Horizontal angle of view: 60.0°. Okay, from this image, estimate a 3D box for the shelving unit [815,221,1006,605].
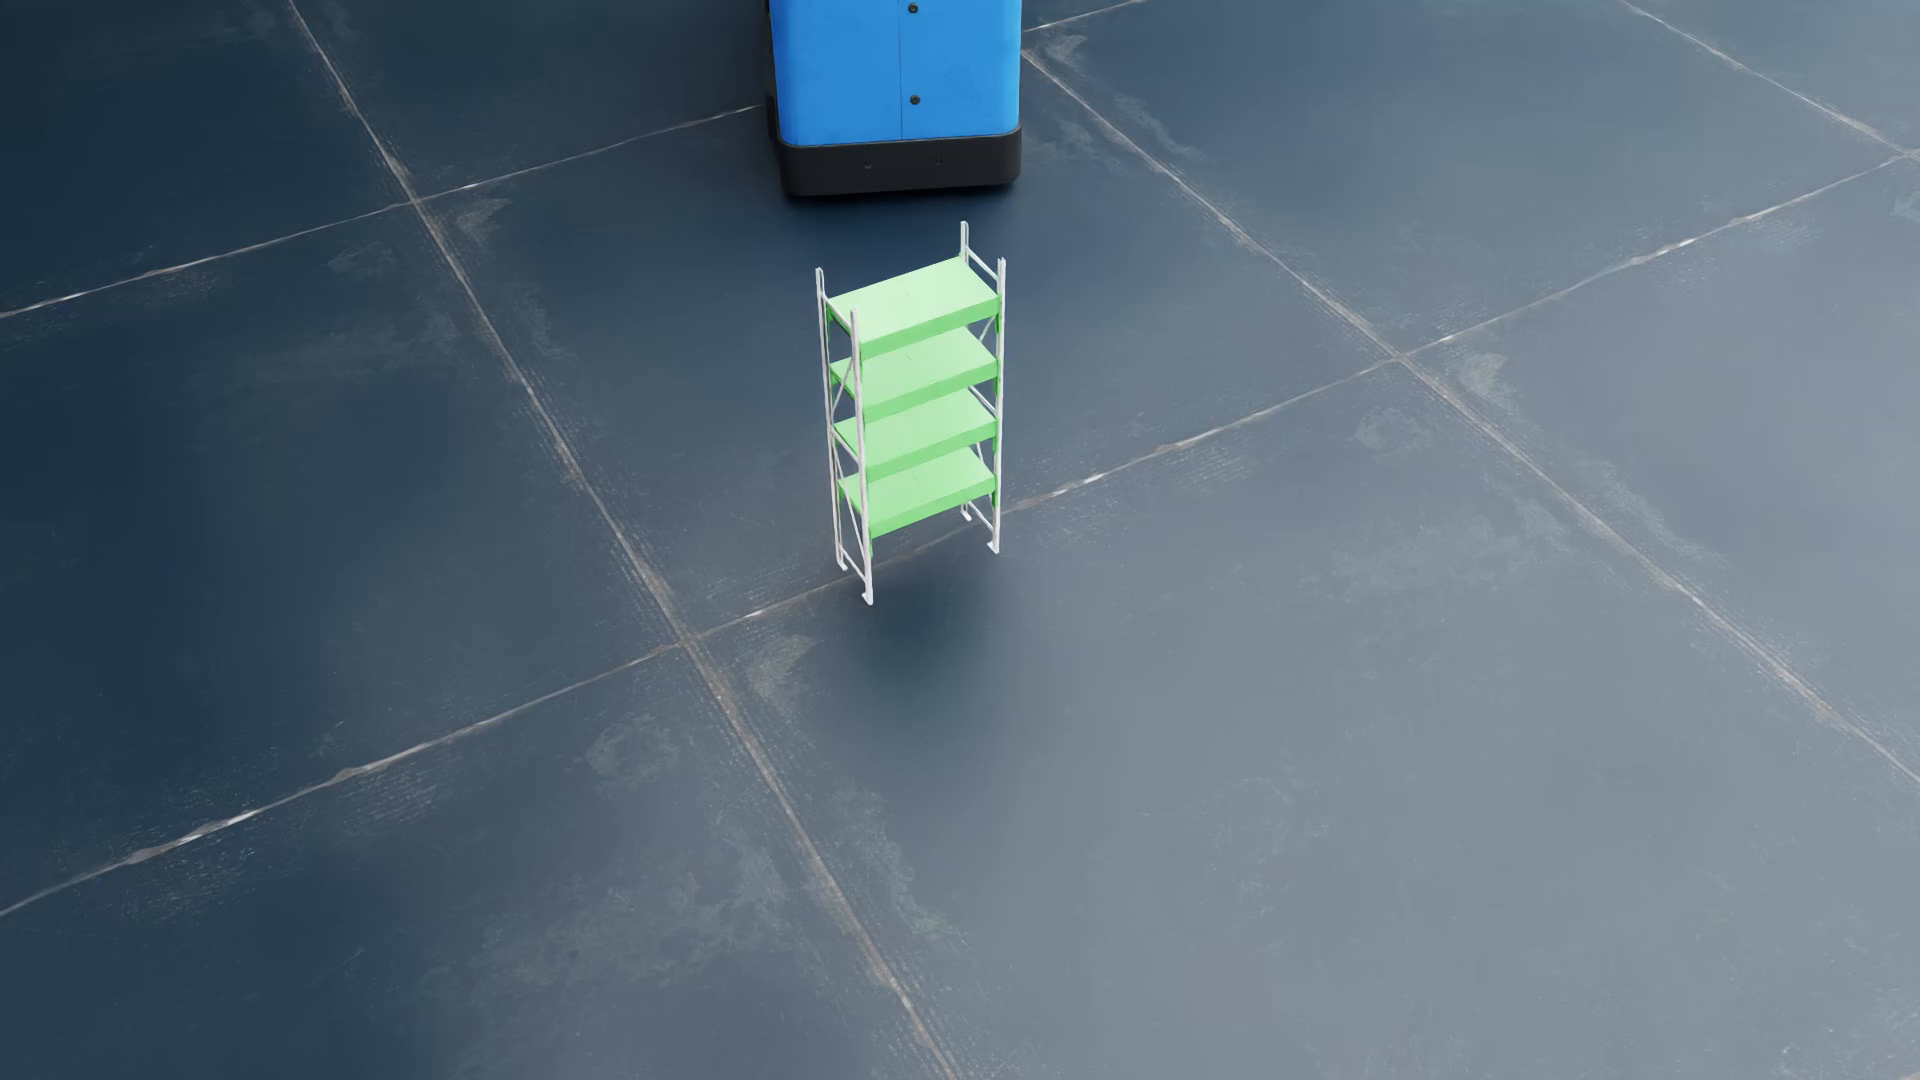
[{"bbox_3d":[-0.144,-0.373,5.273,0.503,1.200,0.258,-22,48,-21],"label":"shelving unit"}]

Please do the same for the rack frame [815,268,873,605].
[{"bbox_3d":[-0.355,-0.288,5.186,0.015,1.200,0.240,-22,48,-21],"label":"rack frame"}]

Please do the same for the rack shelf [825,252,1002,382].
[{"bbox_3d":[-0.144,-0.672,4.983,0.480,0.148,0.258,-22,48,-21],"label":"rack shelf"}]

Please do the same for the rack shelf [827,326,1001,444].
[{"bbox_3d":[-0.144,-0.500,5.150,0.480,0.148,0.258,-22,48,-21],"label":"rack shelf"}]

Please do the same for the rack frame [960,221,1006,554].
[{"bbox_3d":[0.068,-0.458,5.360,0.015,1.200,0.240,-22,48,-21],"label":"rack frame"}]

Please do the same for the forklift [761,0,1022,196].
[{"bbox_3d":[-0.417,-3.563,7.317,1.130,2.935,3.031,-5,44,-5],"label":"forklift"}]

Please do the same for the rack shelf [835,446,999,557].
[{"bbox_3d":[-0.144,-0.155,5.485,0.480,0.148,0.258,-22,48,-21],"label":"rack shelf"}]

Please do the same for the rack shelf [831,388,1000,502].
[{"bbox_3d":[-0.144,-0.327,5.317,0.480,0.148,0.258,-22,48,-21],"label":"rack shelf"}]
